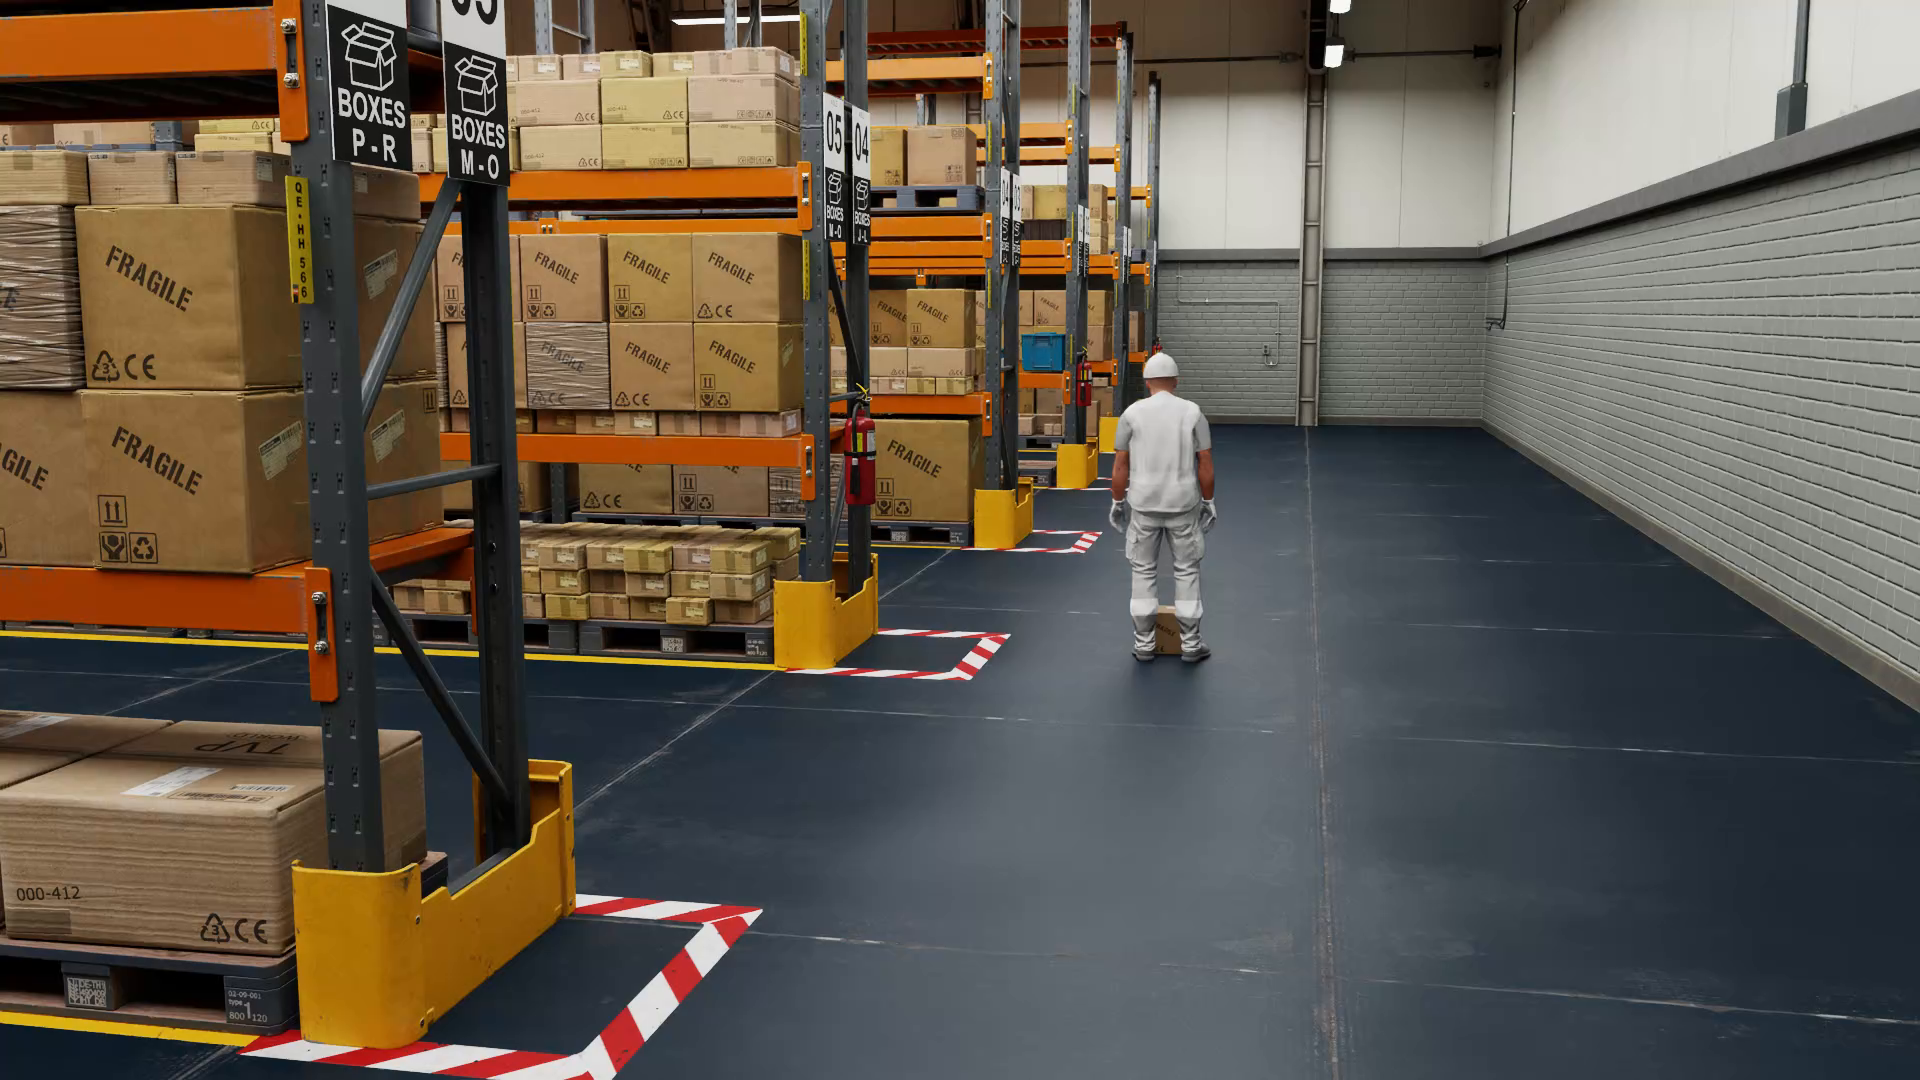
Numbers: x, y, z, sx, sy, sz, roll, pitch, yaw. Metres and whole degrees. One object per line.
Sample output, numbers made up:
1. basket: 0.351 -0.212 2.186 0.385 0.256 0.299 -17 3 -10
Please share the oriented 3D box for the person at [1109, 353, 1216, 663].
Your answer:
1. person: 1.175 -0.189 9.627 0.617 1.778 0.453 1 8 8
